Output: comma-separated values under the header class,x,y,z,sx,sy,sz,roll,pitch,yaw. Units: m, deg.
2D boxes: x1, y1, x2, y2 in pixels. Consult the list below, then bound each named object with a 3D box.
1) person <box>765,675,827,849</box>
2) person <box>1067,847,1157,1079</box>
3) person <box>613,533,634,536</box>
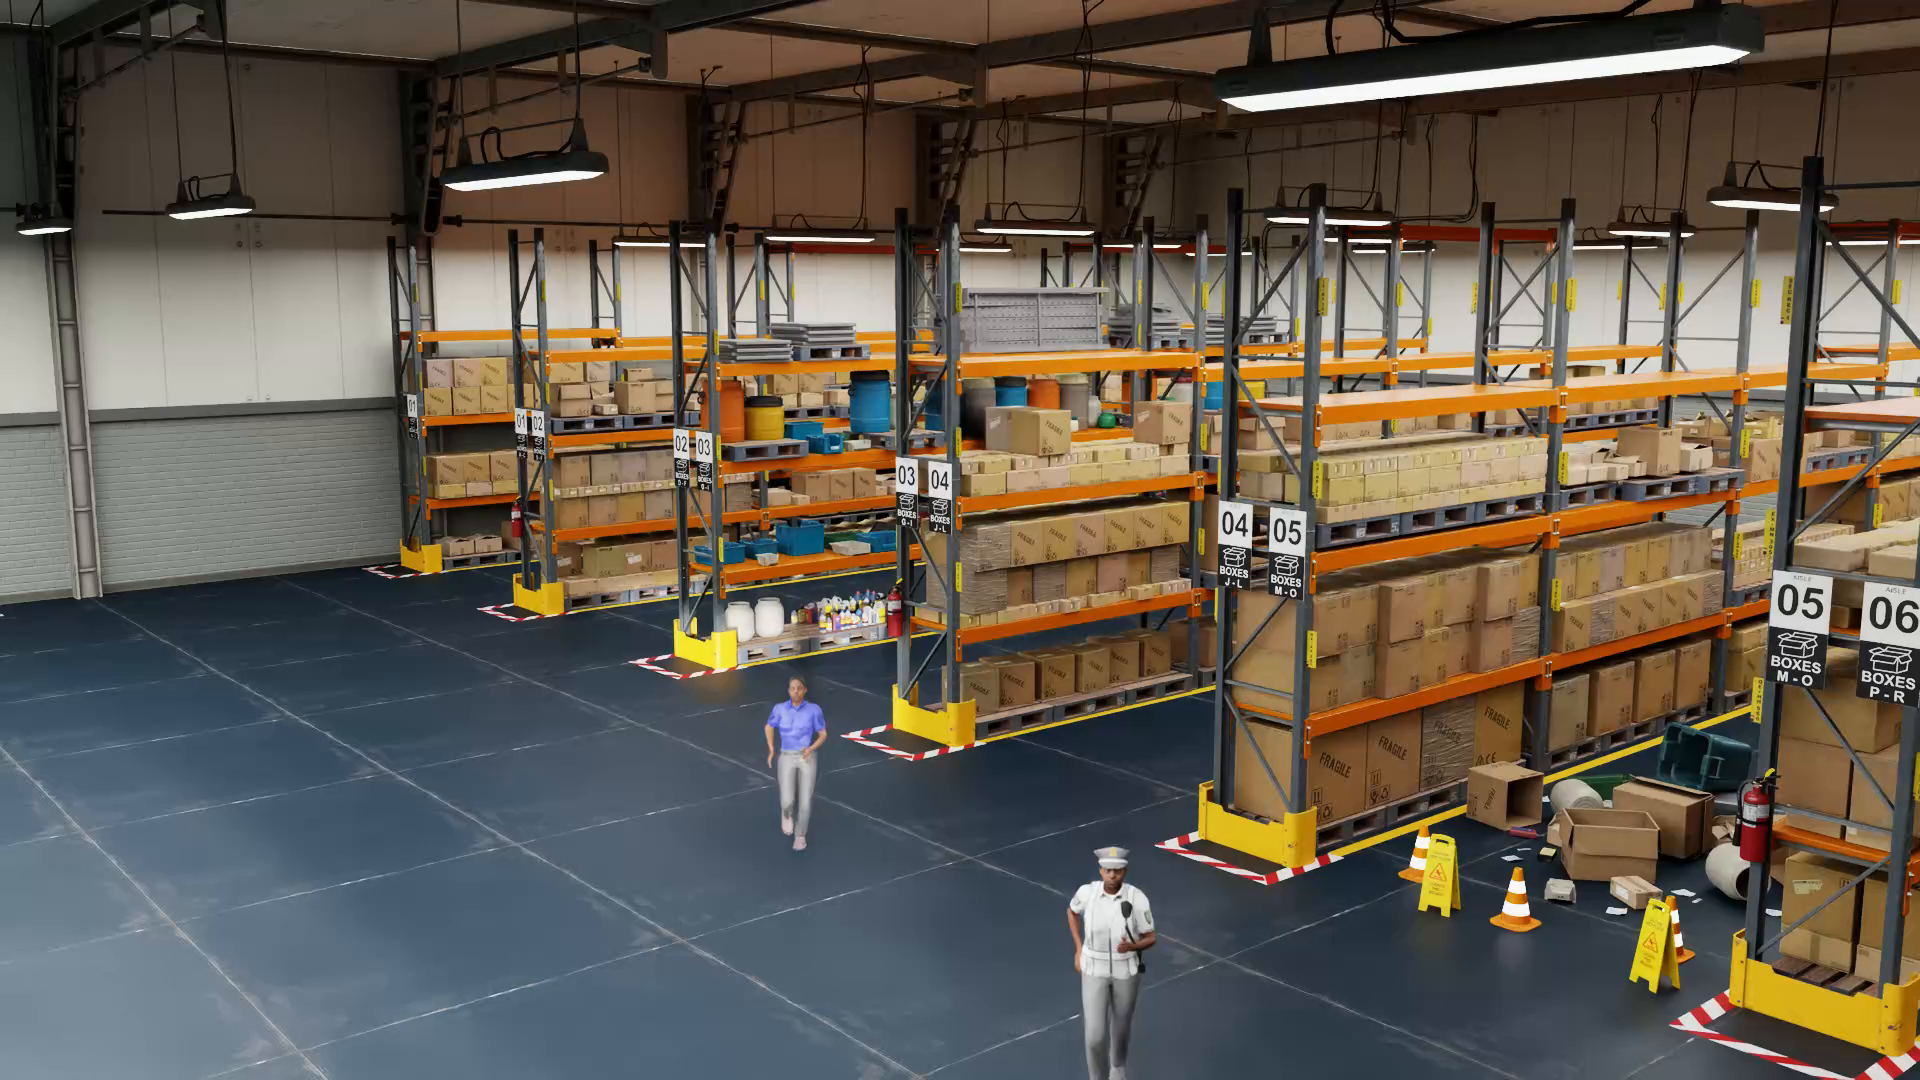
class,x,y,z,sx,sy,sz,roll,pitch,yaw
person,-1.501,2.054,15.247,0.575,1.602,0.549,-1,9,-4
person,0.945,2.734,10.430,0.559,1.727,0.713,1,9,4
person,-5.924,-0.116,29.221,0.571,1.617,0.603,-8,12,-43
